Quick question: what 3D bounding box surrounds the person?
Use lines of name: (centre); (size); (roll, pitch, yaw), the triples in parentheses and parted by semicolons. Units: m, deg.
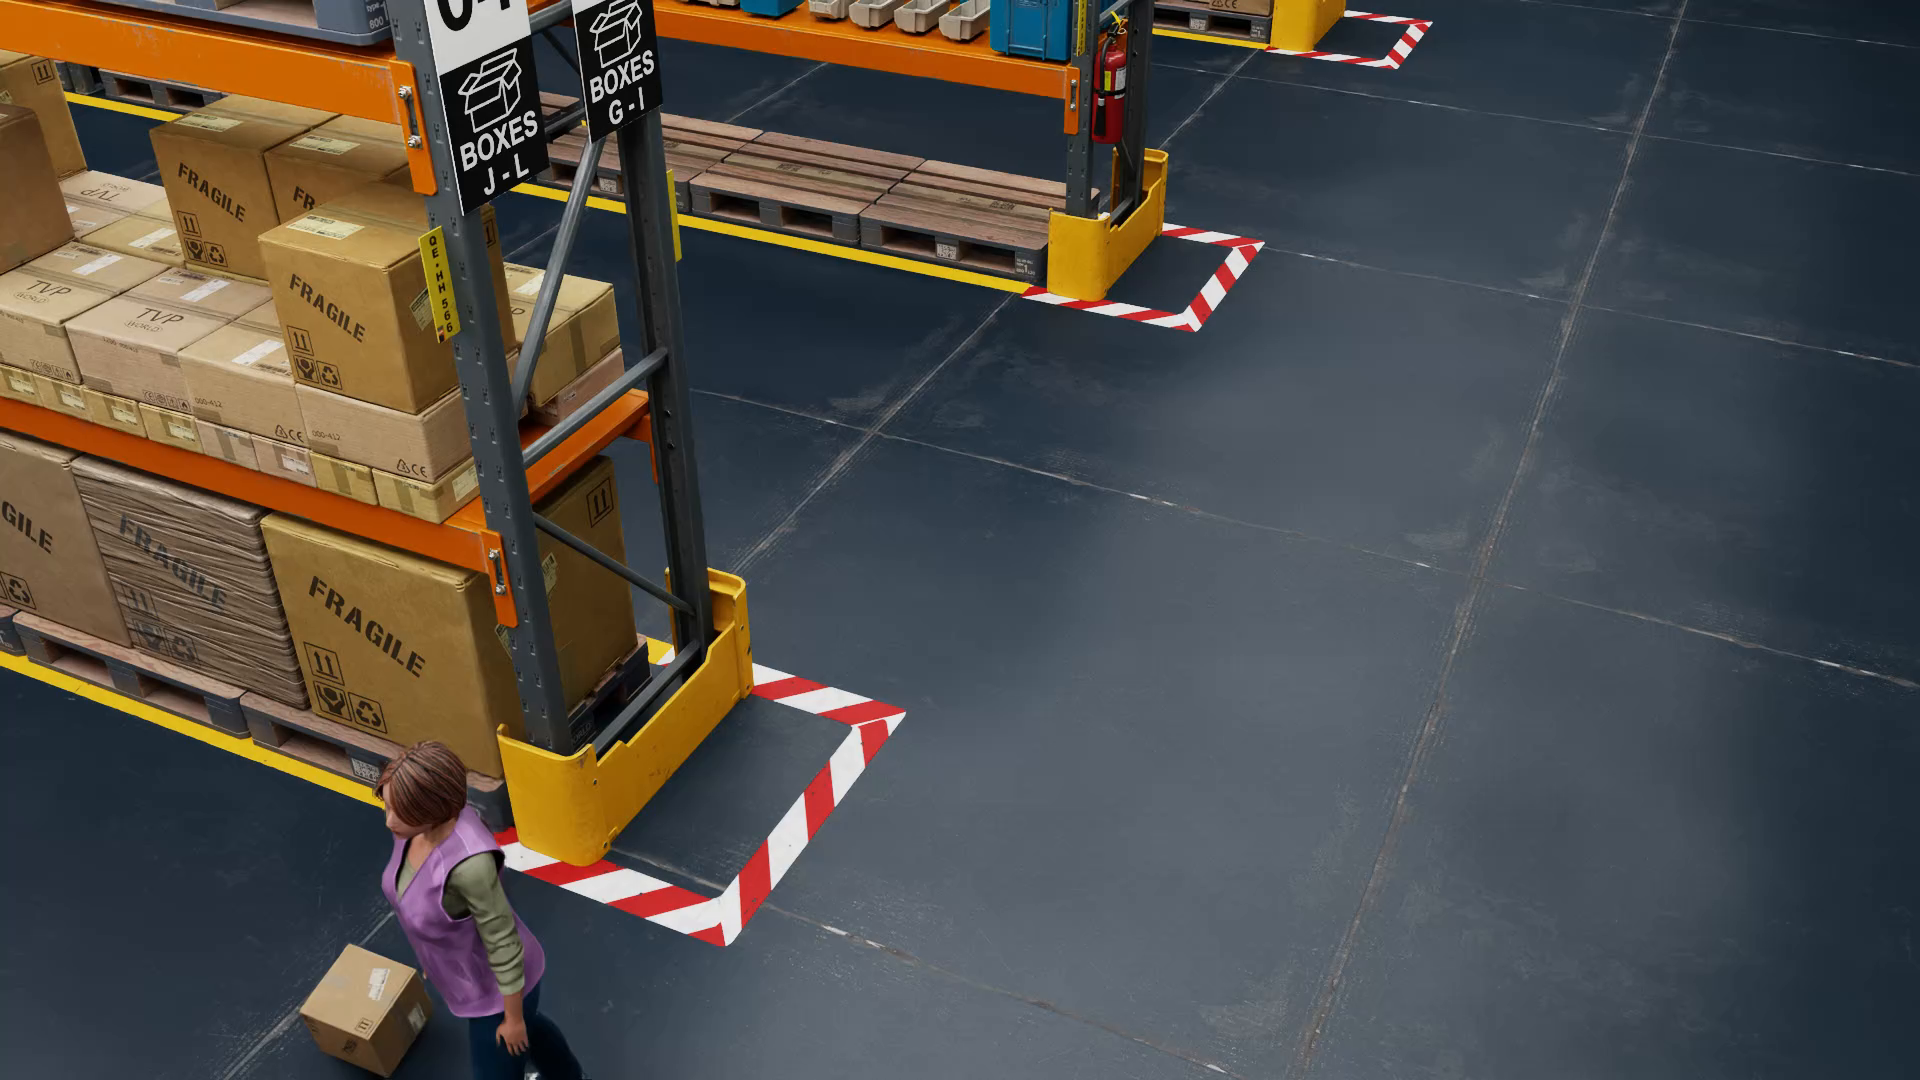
person: (-1.262, 1.184, 4.383); (0.538, 1.576, 0.613); (-23, 40, -30)
